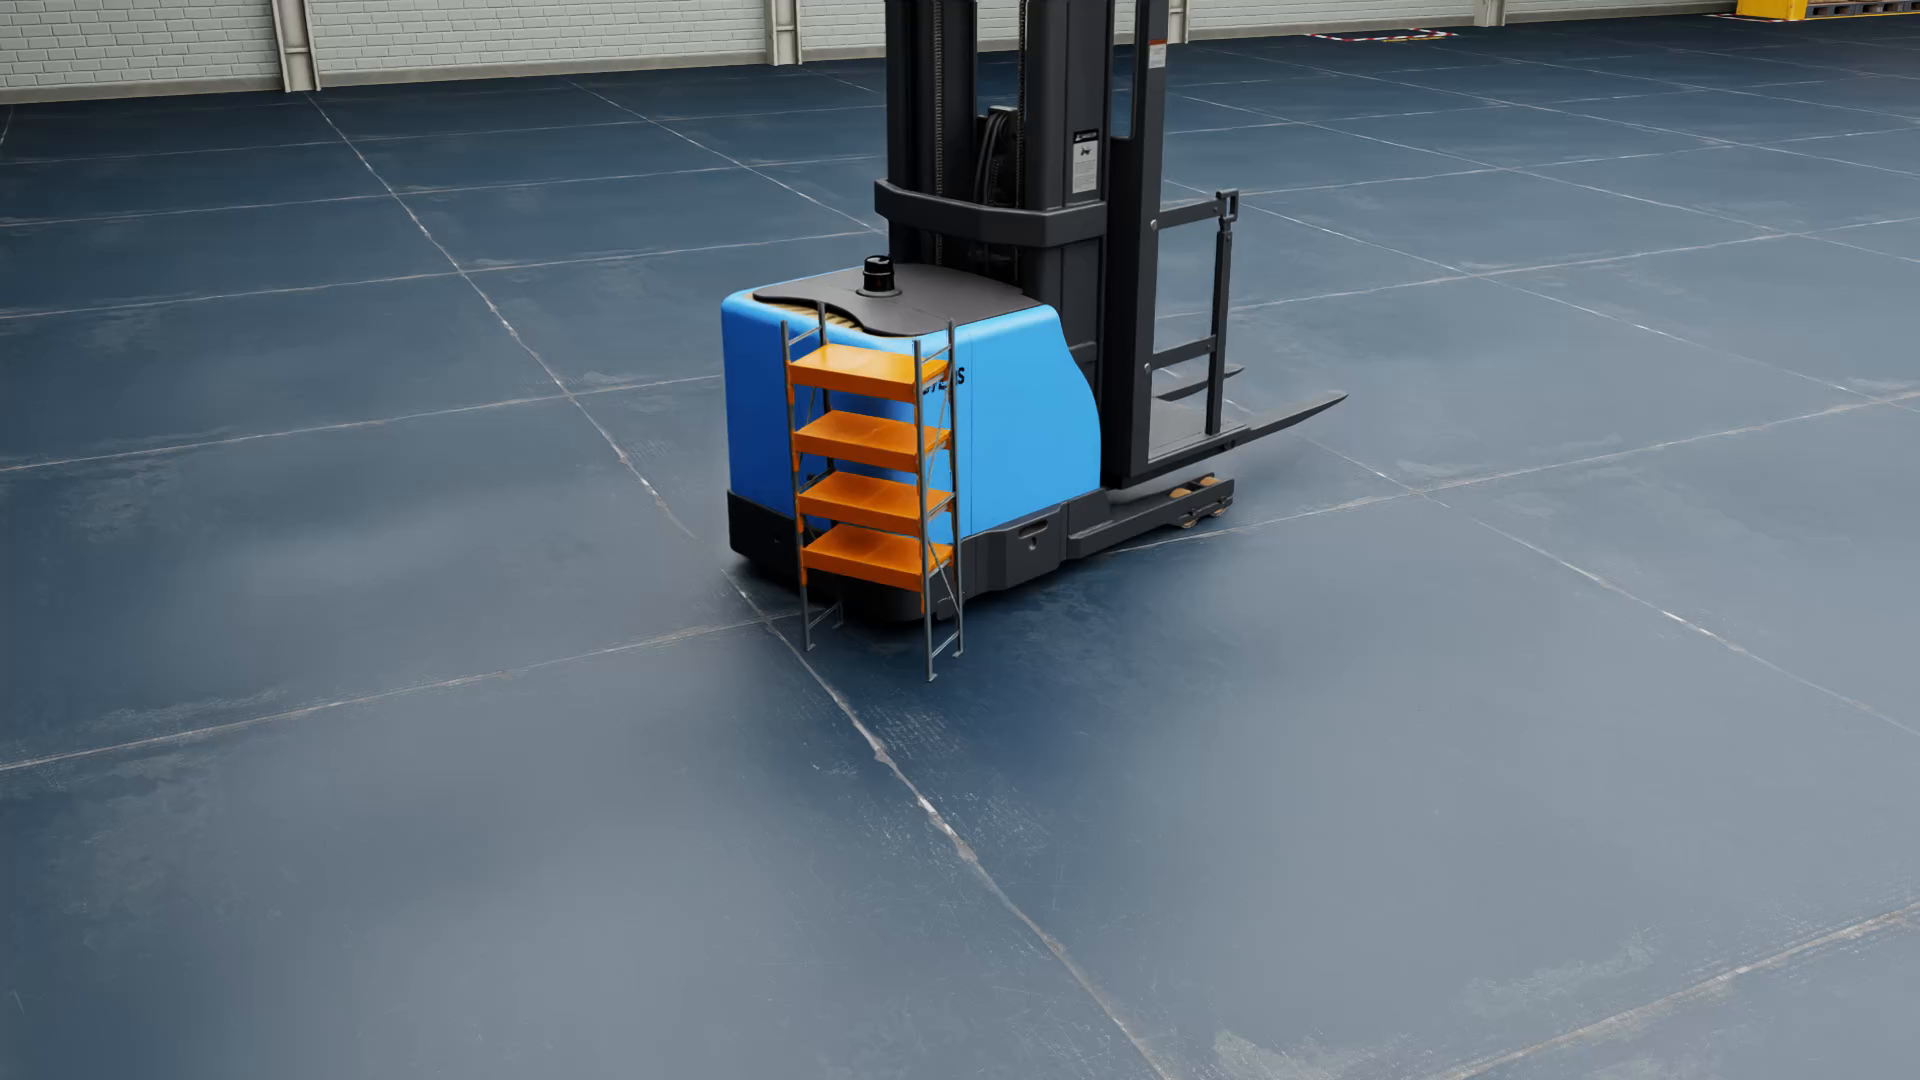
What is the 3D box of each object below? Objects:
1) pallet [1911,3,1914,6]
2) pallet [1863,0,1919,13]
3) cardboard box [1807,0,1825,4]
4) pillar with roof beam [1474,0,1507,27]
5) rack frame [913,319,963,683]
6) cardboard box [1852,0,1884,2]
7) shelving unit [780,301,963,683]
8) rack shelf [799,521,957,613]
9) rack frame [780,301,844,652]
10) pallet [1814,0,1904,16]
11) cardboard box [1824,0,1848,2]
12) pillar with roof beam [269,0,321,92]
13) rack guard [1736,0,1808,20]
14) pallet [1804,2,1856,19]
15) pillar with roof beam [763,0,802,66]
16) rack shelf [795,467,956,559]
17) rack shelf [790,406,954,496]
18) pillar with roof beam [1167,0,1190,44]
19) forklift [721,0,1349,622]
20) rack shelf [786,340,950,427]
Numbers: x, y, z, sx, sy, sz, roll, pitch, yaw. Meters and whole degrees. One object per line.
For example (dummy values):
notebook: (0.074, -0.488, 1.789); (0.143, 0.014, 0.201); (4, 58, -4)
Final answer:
pallet: (17.950, -9.744, 30.015); (1.213, 0.211, 1.003); (-10, 25, -24)
pallet: (16.659, -9.491, 29.403); (1.213, 0.211, 1.003); (-10, 25, -24)
cardboard box: (14.307, -9.284, 28.198); (0.500, 0.311, 0.500); (-14, 26, -30)
pillar with roof beam: (10.361, -10.947, 21.430); (0.400, 9.000, 9.100); (-10, 25, -24)
rack frame: (-0.066, -0.112, 5.435); (0.015, 1.200, 0.240); (12, 28, 26)
cardboard box: (15.504, -9.571, 28.642); (0.500, 0.500, 0.700); (-12, 25, -27)
shelving unit: (-0.281, -0.156, 5.541); (0.503, 1.200, 0.258); (12, 28, 26)
rack shelf: (-0.275, 0.085, 5.653); (0.480, 0.148, 0.258); (12, 28, 26)
rack frame: (-0.496, -0.200, 5.647); (0.015, 1.200, 0.240); (12, 28, 26)
pallet: (15.558, -9.287, 28.910); (1.213, 0.211, 1.003); (-10, 25, -24)
cardboard box: (14.821, -9.379, 28.426); (0.500, 0.311, 0.500); (-8, 24, -19)
pillar with roof beam: (-5.858, -7.961, 14.217); (0.400, 9.000, 9.100); (-10, 25, -24)
rack guard: (13.713, -9.097, 28.074); (0.348, 0.500, 1.175); (-10, 25, -24)
pallet: (14.461, -9.086, 28.425); (1.213, 0.211, 1.003); (-10, 25, -24)
pillar with roof beam: (-0.452, -8.956, 16.621); (0.400, 9.000, 9.100); (-10, 25, -24)
rack shelf: (-0.280, -0.095, 5.569); (0.480, 0.148, 0.258); (12, 28, 26)
rack shelf: (-0.285, -0.297, 5.475); (0.480, 0.148, 0.258); (12, 28, 26)
pillar with roof beam: (4.955, -9.952, 19.026); (0.400, 9.000, 9.100); (-10, 25, -24)
forklift: (0.511, -1.528, 6.609); (3.031, 2.935, 1.130); (-20, 30, -40)
rack shelf: (-0.290, -0.512, 5.375); (0.480, 0.148, 0.258); (12, 28, 26)
